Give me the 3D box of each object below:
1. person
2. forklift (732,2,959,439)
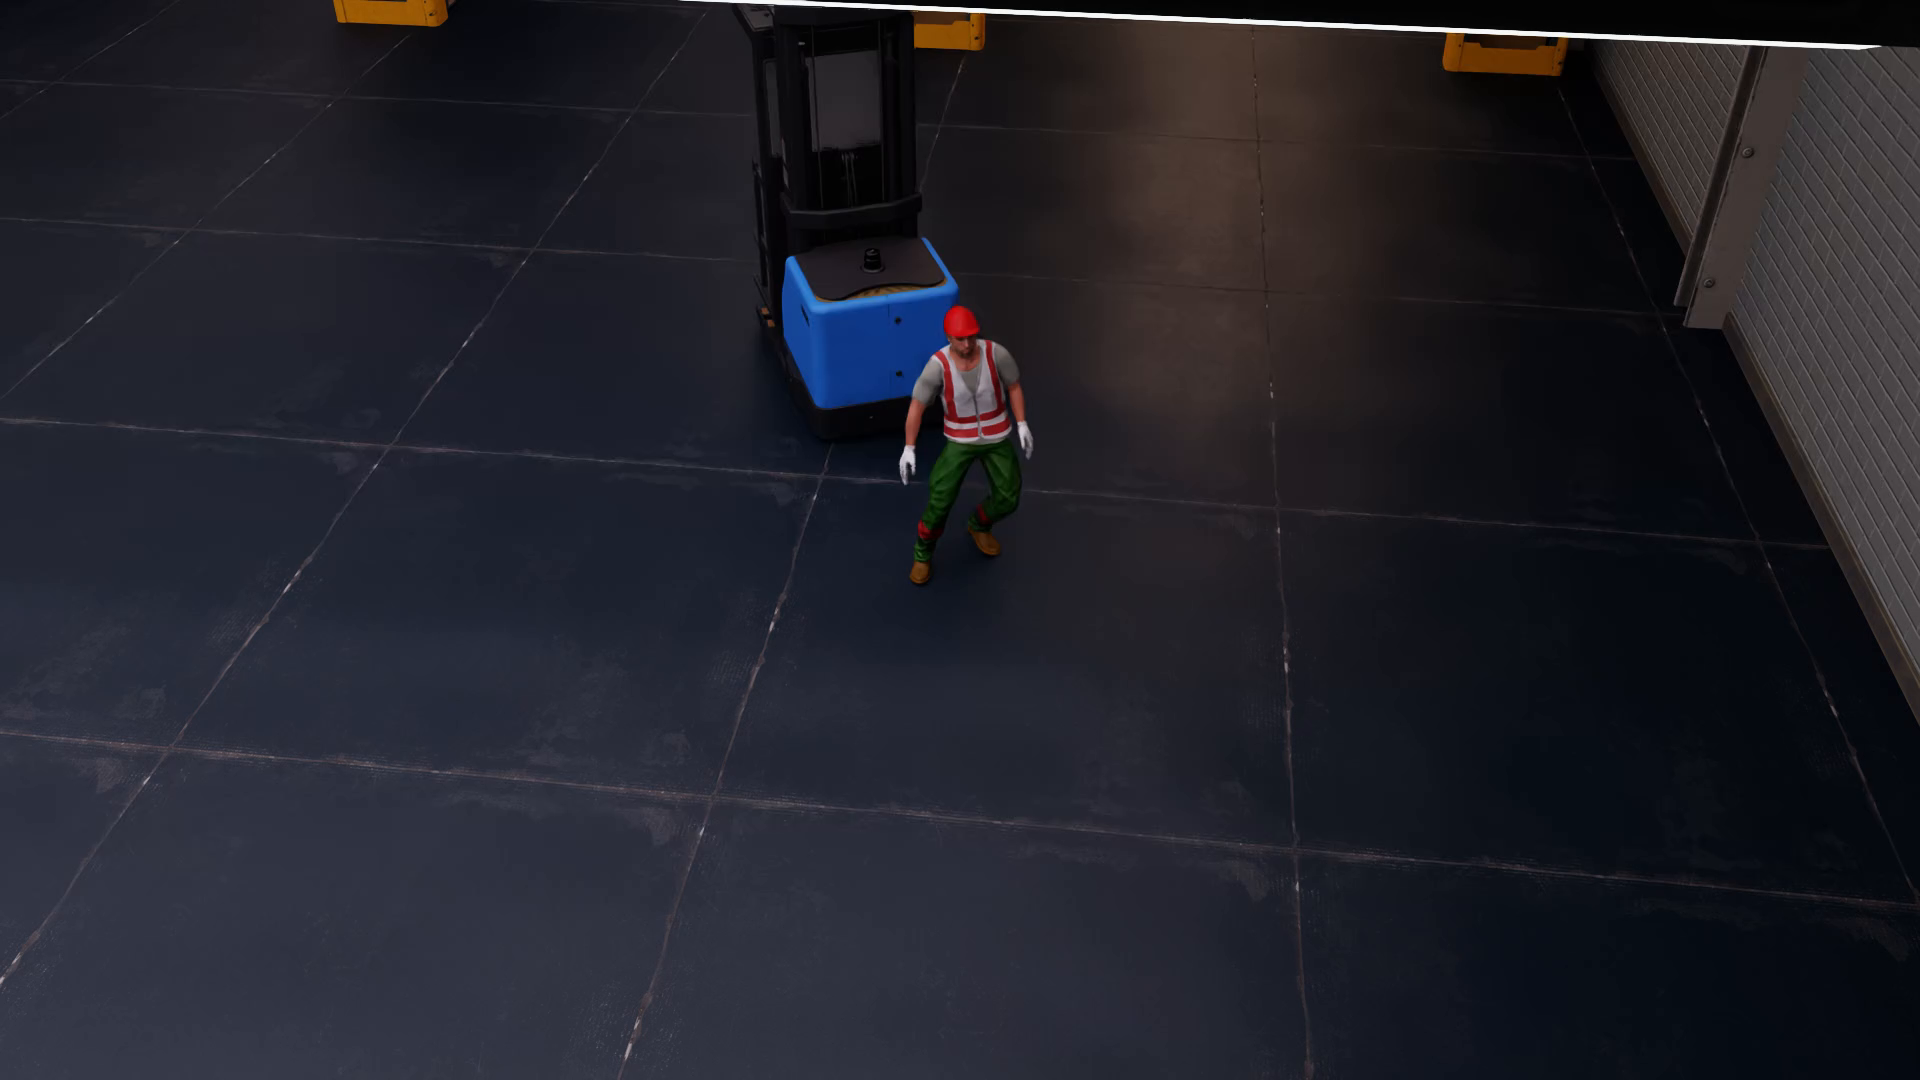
[{"bbox_3d":[0.023,-0.579,9.859,0.816,1.700,0.546,-6,37,-8],"label":"person"},{"bbox_3d":[-0.915,-2.740,11.746,1.130,2.935,3.031,-11,38,-14],"label":"forklift"}]
